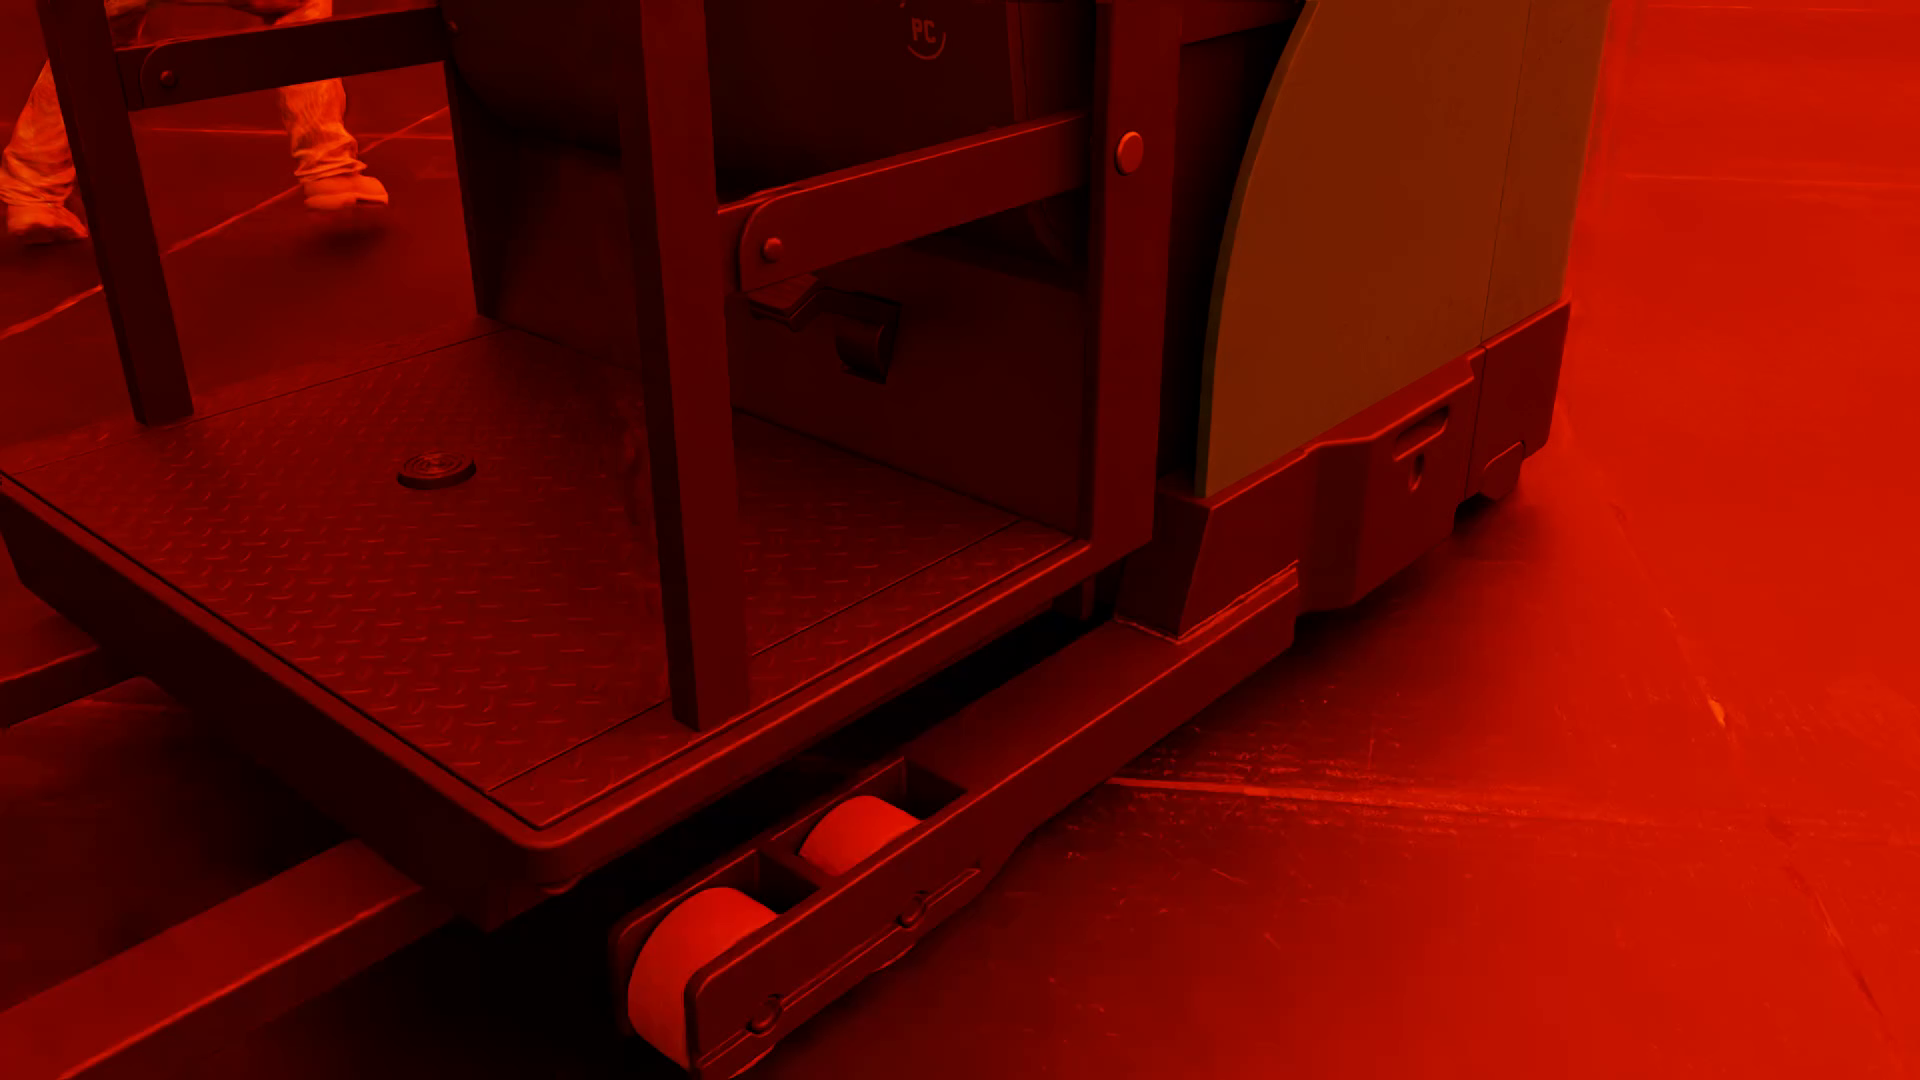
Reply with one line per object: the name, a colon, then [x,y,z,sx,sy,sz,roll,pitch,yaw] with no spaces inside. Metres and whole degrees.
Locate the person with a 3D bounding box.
person: [-1.766,-1.382,3.645,0.865,1.529,0.879,1,27,2]

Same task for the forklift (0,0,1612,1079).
forklift: [-0.404,-1.078,1.377,1.130,2.935,3.031,22,34,36]
